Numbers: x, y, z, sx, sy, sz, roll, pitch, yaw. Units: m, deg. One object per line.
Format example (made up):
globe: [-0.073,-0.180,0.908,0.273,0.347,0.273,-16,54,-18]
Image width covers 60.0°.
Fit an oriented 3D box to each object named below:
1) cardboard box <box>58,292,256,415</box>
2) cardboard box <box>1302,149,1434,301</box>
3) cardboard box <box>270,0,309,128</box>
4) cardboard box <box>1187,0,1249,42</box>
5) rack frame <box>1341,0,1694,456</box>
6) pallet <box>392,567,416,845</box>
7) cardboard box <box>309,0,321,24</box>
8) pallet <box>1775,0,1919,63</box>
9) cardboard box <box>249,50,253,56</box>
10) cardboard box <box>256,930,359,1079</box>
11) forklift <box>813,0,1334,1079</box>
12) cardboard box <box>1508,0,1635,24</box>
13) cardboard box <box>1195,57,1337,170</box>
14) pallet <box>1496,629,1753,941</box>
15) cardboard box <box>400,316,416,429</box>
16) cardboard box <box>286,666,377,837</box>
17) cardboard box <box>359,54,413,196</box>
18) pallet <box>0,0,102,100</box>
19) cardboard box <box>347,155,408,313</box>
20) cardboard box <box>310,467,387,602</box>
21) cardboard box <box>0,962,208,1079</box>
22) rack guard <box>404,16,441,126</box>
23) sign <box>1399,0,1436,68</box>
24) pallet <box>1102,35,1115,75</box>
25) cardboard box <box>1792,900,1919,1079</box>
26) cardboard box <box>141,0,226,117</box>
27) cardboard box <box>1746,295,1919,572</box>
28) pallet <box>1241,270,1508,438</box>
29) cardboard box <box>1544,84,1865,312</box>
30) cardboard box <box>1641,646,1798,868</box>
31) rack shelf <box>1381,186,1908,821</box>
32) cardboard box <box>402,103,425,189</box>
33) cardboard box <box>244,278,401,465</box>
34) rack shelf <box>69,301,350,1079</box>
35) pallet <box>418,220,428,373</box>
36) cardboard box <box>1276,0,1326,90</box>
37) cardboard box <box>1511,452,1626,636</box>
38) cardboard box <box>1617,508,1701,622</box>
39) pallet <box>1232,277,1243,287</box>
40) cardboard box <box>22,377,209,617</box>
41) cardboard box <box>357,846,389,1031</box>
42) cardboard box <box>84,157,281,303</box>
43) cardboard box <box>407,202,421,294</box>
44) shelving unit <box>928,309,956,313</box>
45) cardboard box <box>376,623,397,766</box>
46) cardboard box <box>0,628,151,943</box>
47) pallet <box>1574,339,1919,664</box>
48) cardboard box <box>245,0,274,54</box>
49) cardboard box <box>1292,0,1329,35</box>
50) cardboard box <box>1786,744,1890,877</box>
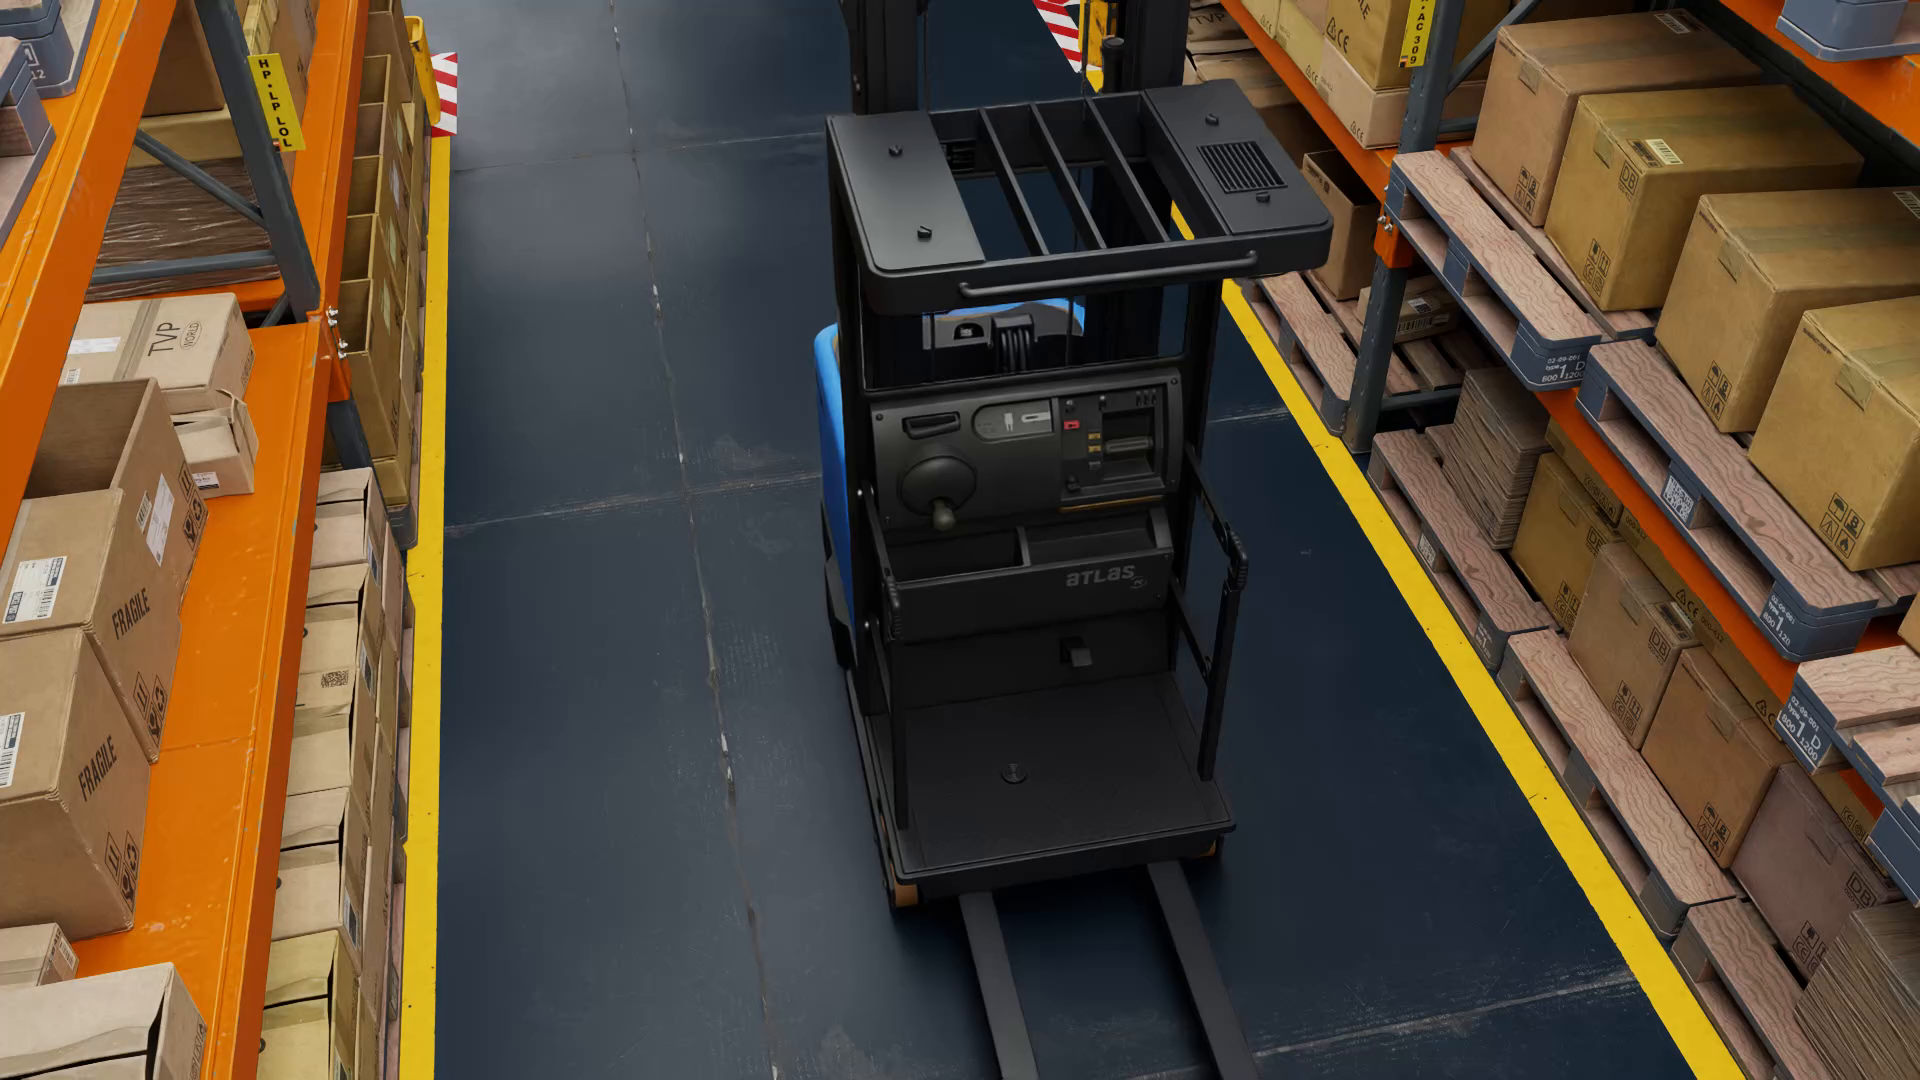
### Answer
cardboard box: [-2.525,-0.513,5.181,0.500,0.250,0.500,-6,42,-7]
cardboard box: [1.899,-1.491,7.721,0.500,0.500,0.500,-11,43,-12]
cardboard box: [-3.001,-1.873,6.525,0.700,0.500,0.500,-8,42,-9]
cardboard box: [1.360,-2.884,9.434,0.500,0.311,0.500,-13,43,-14]
rack frame: [2.162,-1.594,6.286,1.000,3.000,0.127,-8,42,-9]
pallet: [-2.477,0.633,5.878,1.003,0.211,1.213,-8,42,-9]
cardboard box: [-3.230,-2.545,7.282,0.700,0.500,0.500,-8,42,-9]
pallet: [2.418,-1.558,4.128,1.213,0.211,1.003,-8,42,-9]
cardboard box: [-2.597,-1.526,5.646,0.380,0.149,0.250,-8,42,-9]
cardboard box: [-1.866,1.321,4.335,0.500,0.311,0.500,-9,42,-10]
forklift: [0.249,-0.178,4.742,1.130,2.935,3.031,-8,42,-8]
cardboard box: [2.265,-2.160,6.457,0.500,0.500,0.500,-9,42,-10]
cardboard box: [1.593,-2.103,8.411,0.700,0.500,0.500,-11,43,-12]
pallet: [2.598,0.746,5.751,1.003,0.211,1.213,-8,42,-9]
cardboard box: [-2.581,-0.679,7.011,0.500,0.250,0.500,-8,42,-9]
cardboard box: [-2.083,0.661,5.078,0.500,0.311,0.500,-8,42,-9]
cardboard box: [-2.901,-1.933,7.858,0.500,0.500,0.500,-8,42,-9]
pallet: [-2.471,-1.362,3.910,0.805,0.209,1.217,-10,43,-11]
cardboard box: [-2.684,-1.285,7.128,0.500,0.500,0.500,-8,42,-9]
cardboard box: [-2.307,0.001,5.822,0.500,0.311,0.500,-8,42,-9]
cardboard box: [-1.815,1.137,3.277,0.500,0.311,0.500,-9,42,-10]
rack guard: [-3.543,-2.555,9.252,1.175,0.500,0.348,-8,42,-9]
sign: [1.634,-1.835,5.906,0.100,0.325,0.005,-8,42,-9]
pallet: [1.456,-2.563,9.478,1.003,0.211,1.213,-8,42,-9]
cardboard box: [2.819,1.310,4.566,0.700,0.500,0.500,-8,42,-9]
cardboard box: [-2.776,-1.691,5.343,0.700,0.500,0.500,-8,42,-9]
cardboard box: [2.624,-0.311,4.434,0.700,0.500,0.500,-8,42,-9]
pallet: [1.983,-0.981,7.697,1.003,0.211,1.213,-8,42,-9]
cardboard box: [2.352,-1.098,5.321,0.700,0.500,0.500,-4,42,-5]
cardboard box: [2.687,0.641,5.320,0.700,0.500,0.500,-9,42,-10]
rack shelf: [2.594,-0.029,5.065,1.077,0.370,4.000,-8,42,-9]
cardboard box: [-3.014,-1.976,8.471,0.500,0.250,0.500,-8,42,-9]
cardboard box: [-2.468,-0.636,6.398,0.500,0.500,0.500,-8,42,-9]
rack shelf: [-2.242,0.684,4.262,1.077,0.370,4.000,-8,42,-9]
pallet: [-3.072,-1.153,7.890,1.003,0.211,1.213,-8,42,-9]
cardboard box: [1.664,-2.133,6.992,0.500,0.250,0.500,-8,42,-9]
cardboard box: [2.498,-0.021,6.066,0.700,0.500,0.500,-9,42,-10]
cardboard box: [2.552,-0.008,5.486,0.500,0.250,0.500,-9,42,-11]
pallet: [1.716,-1.774,8.589,1.003,0.211,1.213,-8,42,-9]
cardboard box: [-2.410,-0.078,4.503,0.500,0.500,0.500,-6,42,-6]
cardboard box: [-1.975,1.206,4.886,0.500,0.250,0.500,-8,42,-8]
cardboard box: [-2.776,-1.206,5.774,0.700,0.500,0.500,-9,42,-10]
cardboard box: [-2.798,-1.328,7.741,0.500,0.250,0.500,-8,42,-9]
shelving unit: [-0.047,-0.551,6.579,0.215,1.050,0.252,-8,42,-8]
cardboard box: [-2.194,0.545,5.632,0.500,0.250,0.500,-9,42,-10]
cardboard box: [-2.189,0.588,3.752,0.500,0.500,0.500,-10,43,-12]
pallet: [2.558,-0.207,4.868,1.003,0.211,1.213,-8,42,-9]
cardboard box: [-2.713,-1.863,6.026,0.380,0.149,0.250,-9,42,-10]
cardboard box: [1.645,-2.411,6.739,0.500,0.500,0.500,-9,42,-10]
cardboard box: [2.757,0.651,4.744,0.500,0.250,0.500,-8,42,-8]
